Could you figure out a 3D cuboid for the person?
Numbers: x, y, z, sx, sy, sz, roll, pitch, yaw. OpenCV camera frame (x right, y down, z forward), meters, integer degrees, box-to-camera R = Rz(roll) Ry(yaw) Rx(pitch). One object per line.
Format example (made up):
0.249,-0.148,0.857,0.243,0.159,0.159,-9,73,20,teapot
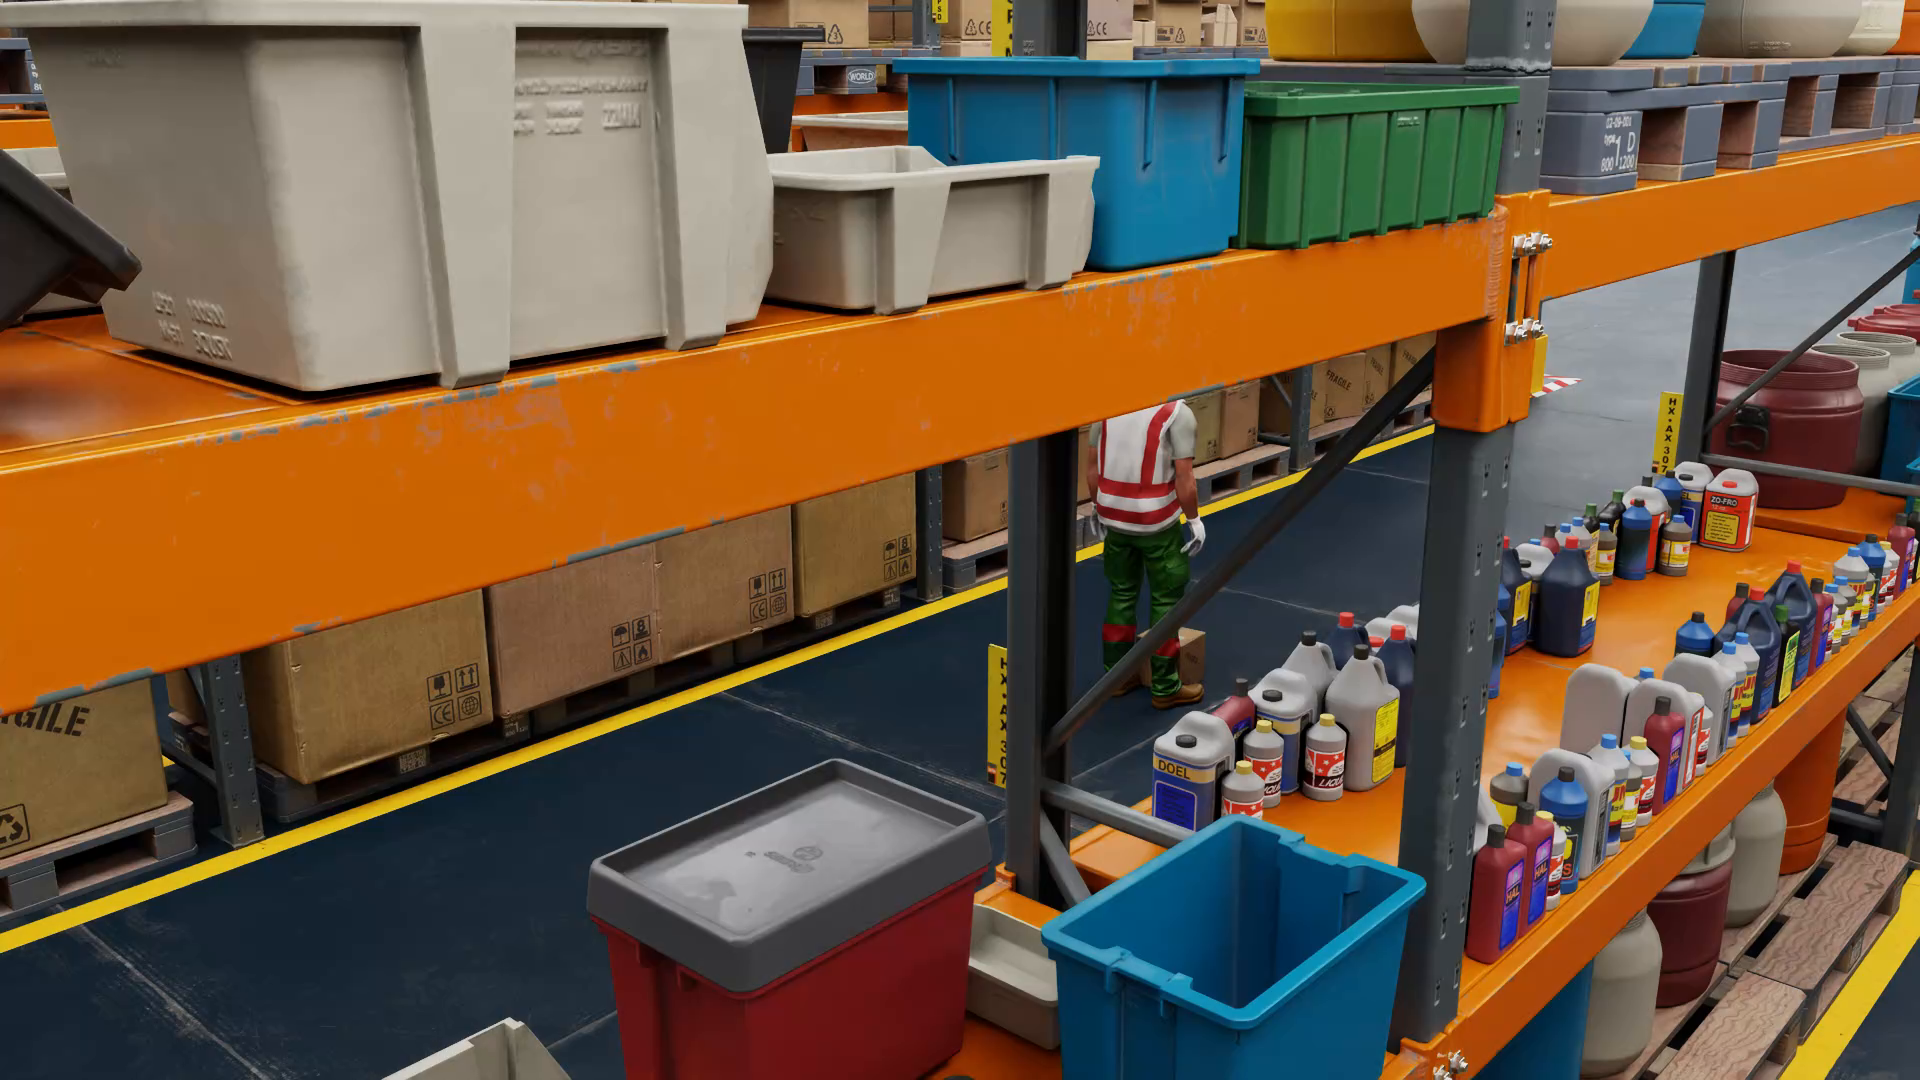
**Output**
0.877,-0.102,7.855,0.614,1.778,0.452,13,21,36,person
